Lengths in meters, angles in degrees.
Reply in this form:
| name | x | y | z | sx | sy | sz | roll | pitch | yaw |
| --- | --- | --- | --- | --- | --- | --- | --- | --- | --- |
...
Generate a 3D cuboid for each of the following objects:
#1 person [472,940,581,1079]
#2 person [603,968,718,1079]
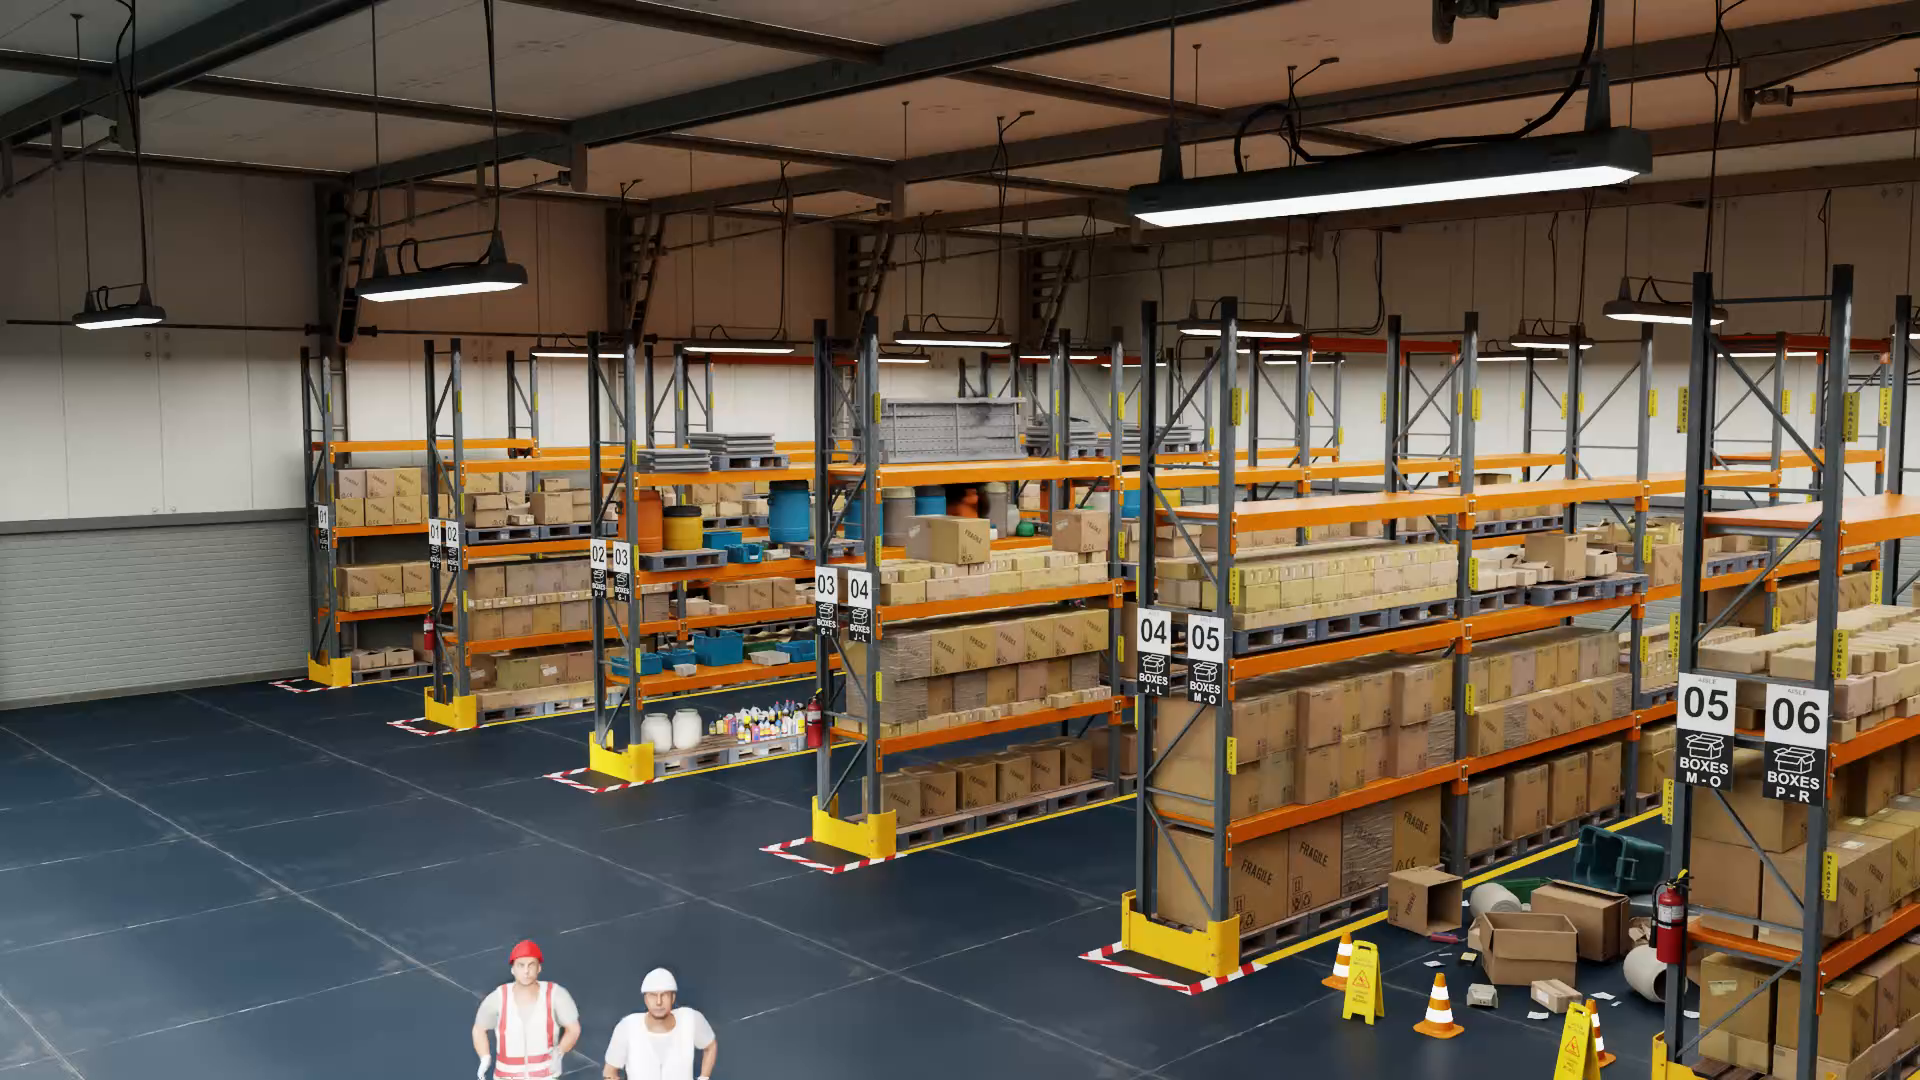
| name | x | y | z | sx | sy | sz | roll | pitch | yaw |
| --- | --- | --- | --- | --- | --- | --- | --- | --- | --- |
| person | -2.722 | 3.377 | 10.447 | 0.654 | 1.749 | 0.786 | -1 | 5 | -14 |
| person | -1.775 | 3.417 | 9.908 | 0.681 | 1.766 | 0.878 | -1 | 5 | -11 |
